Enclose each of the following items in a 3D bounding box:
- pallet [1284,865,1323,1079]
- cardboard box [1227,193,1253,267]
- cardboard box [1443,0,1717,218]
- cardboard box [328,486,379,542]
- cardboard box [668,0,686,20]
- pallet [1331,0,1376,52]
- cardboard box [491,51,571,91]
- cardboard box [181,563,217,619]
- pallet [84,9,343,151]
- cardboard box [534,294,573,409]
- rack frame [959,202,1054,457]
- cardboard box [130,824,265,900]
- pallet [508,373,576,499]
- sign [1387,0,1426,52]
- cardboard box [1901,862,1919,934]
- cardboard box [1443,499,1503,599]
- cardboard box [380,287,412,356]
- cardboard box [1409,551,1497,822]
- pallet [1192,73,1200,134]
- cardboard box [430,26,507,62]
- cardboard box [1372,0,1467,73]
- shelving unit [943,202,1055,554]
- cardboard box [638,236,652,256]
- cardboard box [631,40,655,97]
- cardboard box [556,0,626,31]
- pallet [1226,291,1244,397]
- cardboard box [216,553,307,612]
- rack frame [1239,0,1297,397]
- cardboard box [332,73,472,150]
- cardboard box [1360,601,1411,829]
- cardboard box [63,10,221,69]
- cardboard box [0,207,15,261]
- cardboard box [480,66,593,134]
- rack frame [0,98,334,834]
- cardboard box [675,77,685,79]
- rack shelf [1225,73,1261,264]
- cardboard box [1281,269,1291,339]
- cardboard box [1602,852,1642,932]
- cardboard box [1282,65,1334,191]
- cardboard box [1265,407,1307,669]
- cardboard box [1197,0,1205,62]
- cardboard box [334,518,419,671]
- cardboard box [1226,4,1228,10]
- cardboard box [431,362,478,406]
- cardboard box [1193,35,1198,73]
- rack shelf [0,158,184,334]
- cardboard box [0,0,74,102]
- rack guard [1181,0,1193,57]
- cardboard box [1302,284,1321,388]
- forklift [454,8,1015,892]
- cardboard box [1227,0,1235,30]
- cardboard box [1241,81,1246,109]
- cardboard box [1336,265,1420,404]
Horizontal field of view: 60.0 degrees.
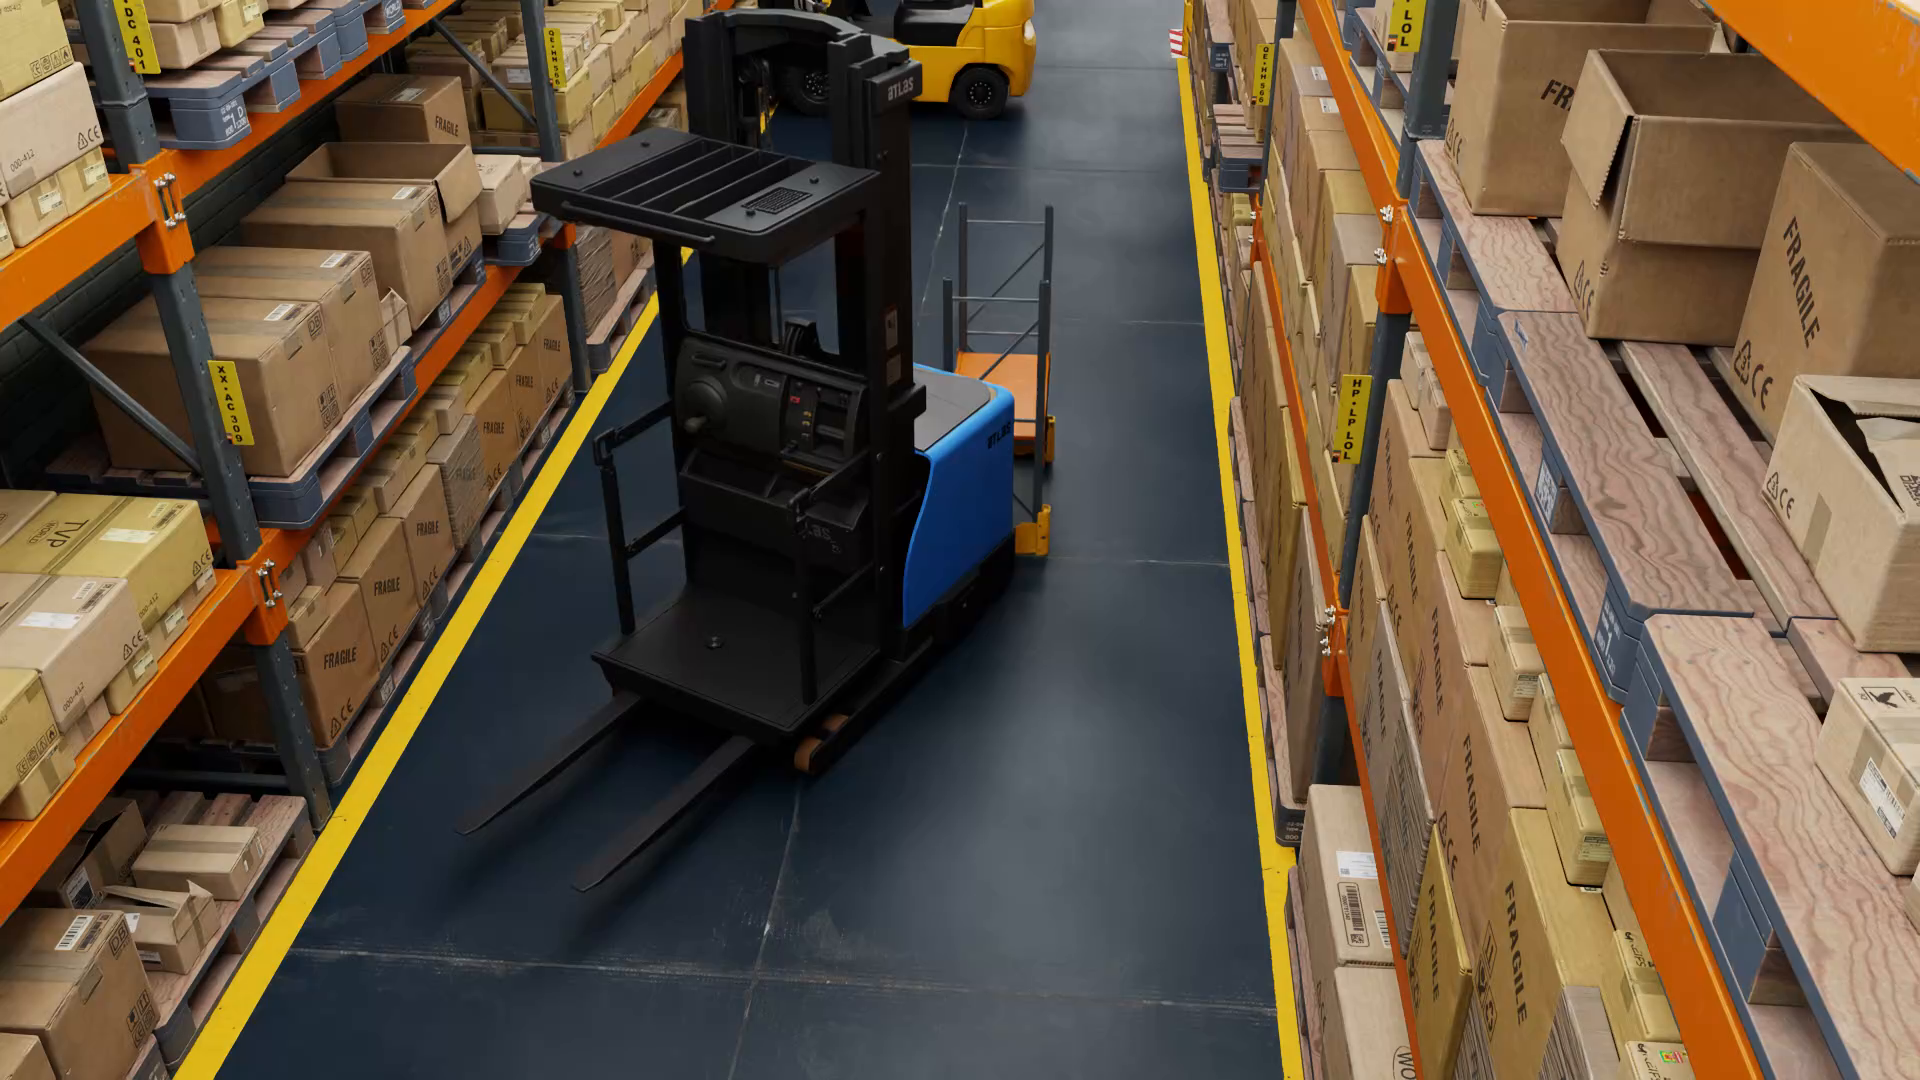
[{"bbox_3d":[1.702,1.661,5.853,1.003,0.211,1.213,2,32,4],"label":"pallet"},{"bbox_3d":[2.343,-2.150,11.483,0.950,0.372,0.625,3,32,6],"label":"cardboard box"},{"bbox_3d":[1.585,-1.163,4.327,0.500,0.500,0.500,3,32,5],"label":"cardboard box"},{"bbox_3d":[-2.848,-0.124,7.456,0.380,0.149,0.250,2,32,3],"label":"cardboard box"},{"bbox_3d":[-2.274,-3.926,11.927,0.500,0.250,0.500,2,32,3],"label":"cardboard box"},{"bbox_3d":[2.080,-2.285,6.919,1.003,0.211,1.213,4,32,6],"label":"pallet"},{"bbox_3d":[-2.461,-2.695,9.550,0.380,0.149,0.250,3,32,5],"label":"cardboard box"},{"bbox_3d":[-2.880,0.154,5.880,0.380,0.149,0.250,3,32,5],"label":"cardboard box"},{"bbox_3d":[-2.983,-1.665,5.913,1.213,0.211,1.003,2,32,4],"label":"pallet"},{"bbox_3d":[-2.600,-1.106,9.668,0.500,0.500,0.500,3,32,5],"label":"cardboard box"},{"bbox_3d":[0.244,-1.129,9.152,0.500,1.500,0.032,2,32,4],"label":"rack frame"},{"bbox_3d":[-2.858,1.208,6.247,0.380,0.149,0.250,2,32,2],"label":"cardboard box"},{"bbox_3d":[-2.879,-0.646,9.597,1.003,0.211,1.213,2,32,4],"label":"pallet"},{"bbox_3d":[1.300,-1.569,4.786,0.100,0.325,0.005,2,32,4],"label":"sign"},{"bbox_3d":[1.463,0.498,1.872,0.500,0.250,0.500,0,32,-1],"label":"cardboard box"},{"bbox_3d":[1.442,0.024,4.185,0.380,0.149,0.250,2,32,3],"label":"cardboard box"},{"bbox_3d":[-2.610,-0.962,7.180,0.396,0.266,0.258,4,32,6],"label":"cardboard box"},{"bbox_3d":[1.461,0.381,4.224,0.500,0.500,0.500,3,32,5],"label":"cardboard box"},{"bbox_3d":[2.609,-3.909,14.891,1.003,0.211,1.213,2,32,4],"label":"pallet"},{"bbox_3d":[-2.964,-2.994,10.035,0.380,0.149,0.250,2,32,4],"label":"cardboard box"},{"bbox_3d":[1.704,-1.808,5.650,0.500,0.311,0.500,2,32,4],"label":"cardboard box"},{"bbox_3d":[0.206,-0.858,8.712,0.587,1.500,1.083,2,32,4],"label":"shelving unit"},{"bbox_3d":[-2.616,-2.409,11.664,0.875,0.625,0.625,1,32,2],"label":"cardboard box"},{"bbox_3d":[-2.376,-3.183,11.199,0.500,0.250,0.500,3,32,6],"label":"cardboard box"},{"bbox_3d":[-2.366,-3.370,10.646,0.380,0.149,0.250,3,32,5],"label":"cardboard box"},{"bbox_3d":[2.232,-1.233,10.550,1.003,0.211,1.213,2,32,4],"label":"pallet"},{"bbox_3d":[-2.872,0.173,6.690,0.380,0.149,0.250,2,32,3],"label":"cardboard box"},{"bbox_3d":[2.167,-2.012,9.156,1.000,3.000,0.127,2,32,4],"label":"rack frame"},{"bbox_3d":[-2.978,-2.181,8.934,0.500,0.500,0.500,4,32,6],"label":"cardboard box"},{"bbox_3d":[1.498,0.534,4.929,0.500,0.500,0.500,3,32,4],"label":"cardboard box"},{"bbox_3d":[-2.685,-1.661,5.471,0.380,0.149,0.250,3,32,5],"label":"cardboard box"},{"bbox_3d":[-2.894,-0.832,4.621,0.380,0.149,0.250,3,32,6],"label":"cardboard box"},{"bbox_3d":[-2.476,-2.592,9.763,0.500,0.250,0.500,2,32,4],"label":"cardboard box"},{"bbox_3d":[-3.106,-0.130,6.103,1.000,3.000,0.127,2,32,4],"label":"rack frame"},{"bbox_3d":[-2.107,-3.774,13.760,0.500,0.250,0.500,2,32,4],"label":"cardboard box"},{"bbox_3d":[2.330,-2.751,11.041,1.077,0.370,4.000,2,32,4],"label":"rack shelf"},{"bbox_3d":[1.804,-1.160,7.915,0.500,0.250,0.500,3,32,6],"label":"cardboard box"},{"bbox_3d":[1.433,0.695,3.097,0.380,0.149,0.250,2,32,4],"label":"cardboard box"},{"bbox_3d":[1.853,-1.973,8.044,0.500,0.500,0.500,3,32,4],"label":"cardboard box"},{"bbox_3d":[1.878,0.005,7.507,0.875,0.875,0.875,3,32,5],"label":"cardboard box"},{"bbox_3d":[2.389,-4.565,14.804,0.500,0.500,0.500,3,32,5],"label":"cardboard box"},{"bbox_3d":[-2.809,0.233,7.495,0.500,0.500,0.500,2,32,3],"label":"cardboard box"},{"bbox_3d":[2.133,-3.900,12.058,0.380,0.149,0.250,3,32,5],"label":"cardboard box"},{"bbox_3d":[-2.711,-0.797,8.549,0.380,0.149,0.250,2,32,3],"label":"cardboard box"},{"bbox_3d":[2.428,-4.527,15.457,0.500,0.250,0.500,4,32,6],"label":"cardboard box"},{"bbox_3d":[-3.269,-0.055,3.807,1.077,0.370,4.000,2,32,4],"label":"rack shelf"},{"bbox_3d":[-2.907,-1.409,4.701,0.500,0.250,0.500,3,32,4],"label":"cardboard box"},{"bbox_3d":[2.813,-5.091,16.535,1.175,0.500,0.348,2,32,4],"label":"rack guard"},{"bbox_3d":[1.705,-0.843,6.925,0.500,0.250,0.500,3,32,5],"label":"cardboard box"},{"bbox_3d":[-0.915,-0.518,6.797,1.130,2.935,3.031,17,36,26],"label":"forklift"},{"bbox_3d":[2.075,-3.699,11.114,0.500,0.500,0.500,2,32,4],"label":"cardboard box"},{"bbox_3d":[1.914,-2.673,10.068,0.380,0.149,0.250,1,32,2],"label":"cardboard box"},{"bbox_3d":[1.628,-0.633,5.870,0.500,0.500,0.500,3,32,6],"label":"cardboard box"}]
